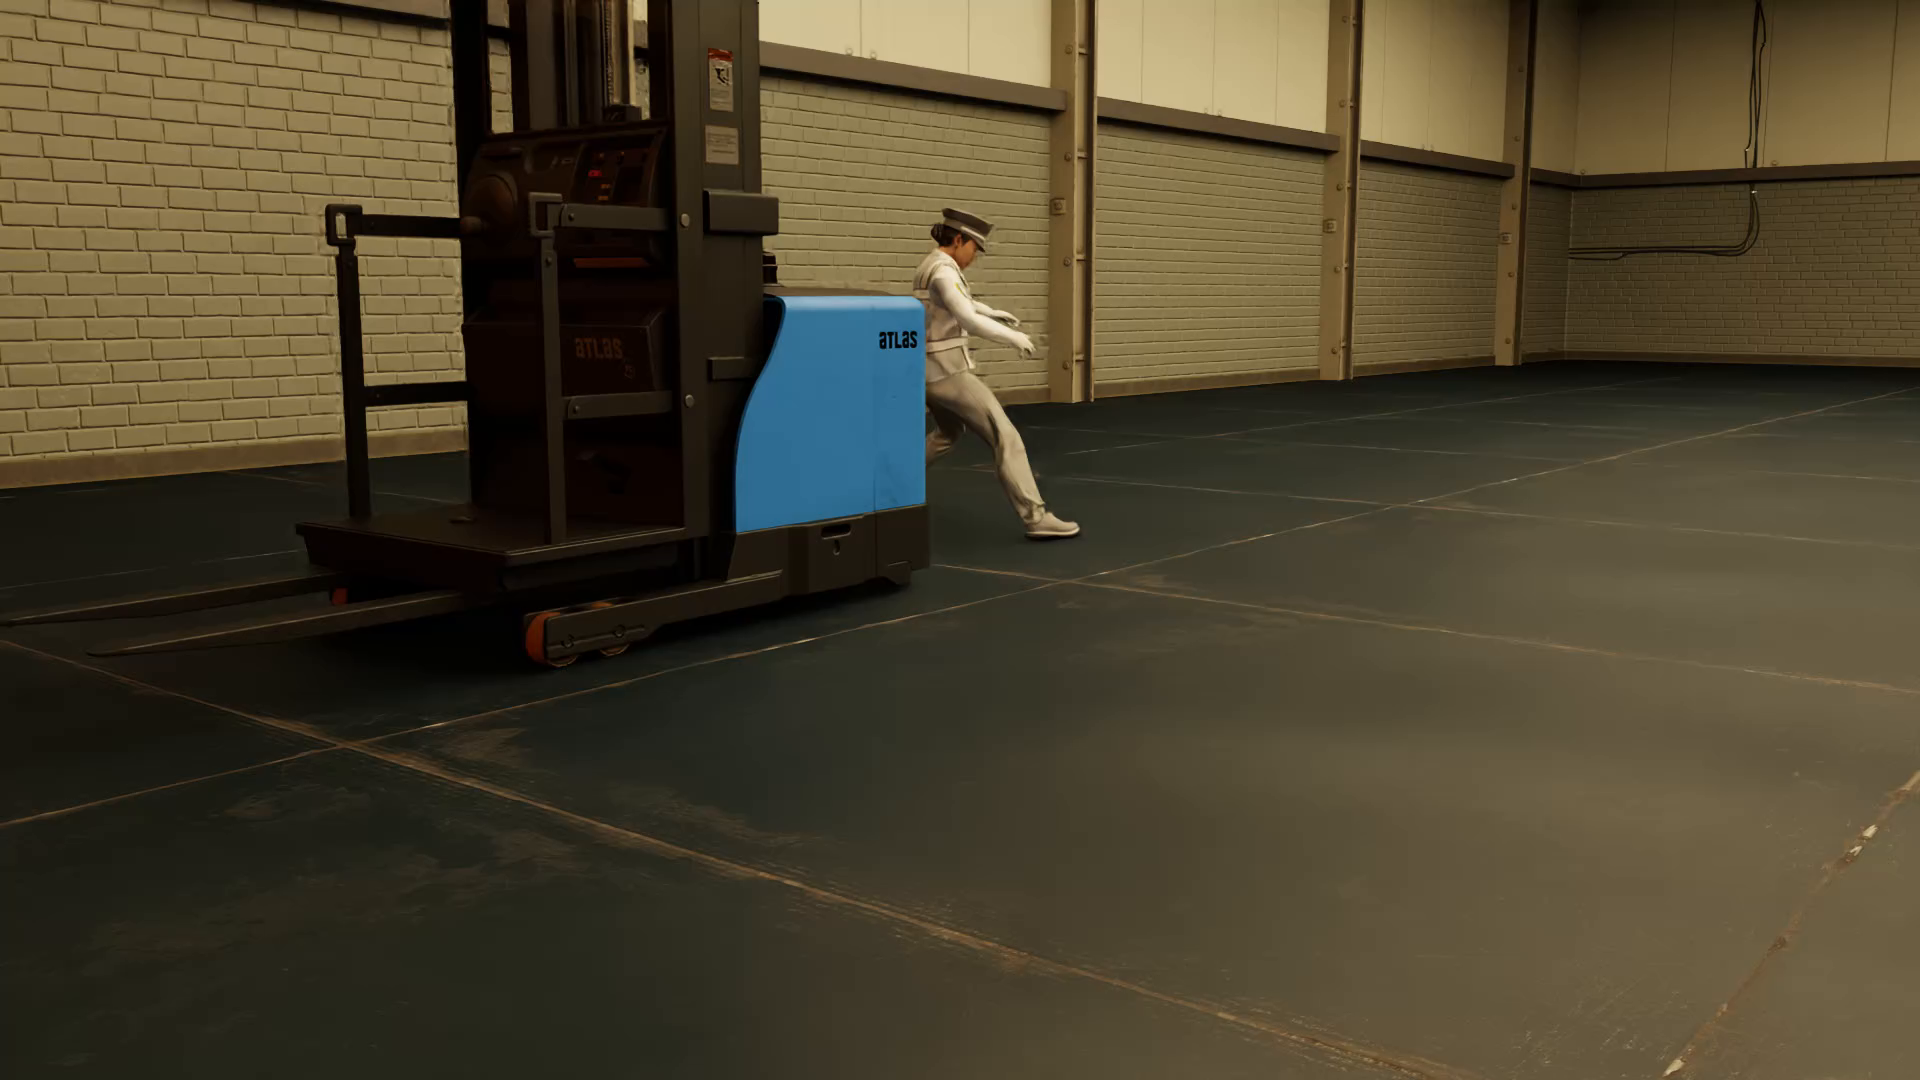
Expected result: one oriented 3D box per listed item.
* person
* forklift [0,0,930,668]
[{"bbox_3d":[0.058,-0.810,7.835,0.790,1.473,1.245,-2,8,-11],"label":"person"},{"bbox_3d":[-1.409,-1.157,5.190,1.130,2.935,3.031,6,10,37],"label":"forklift"}]
